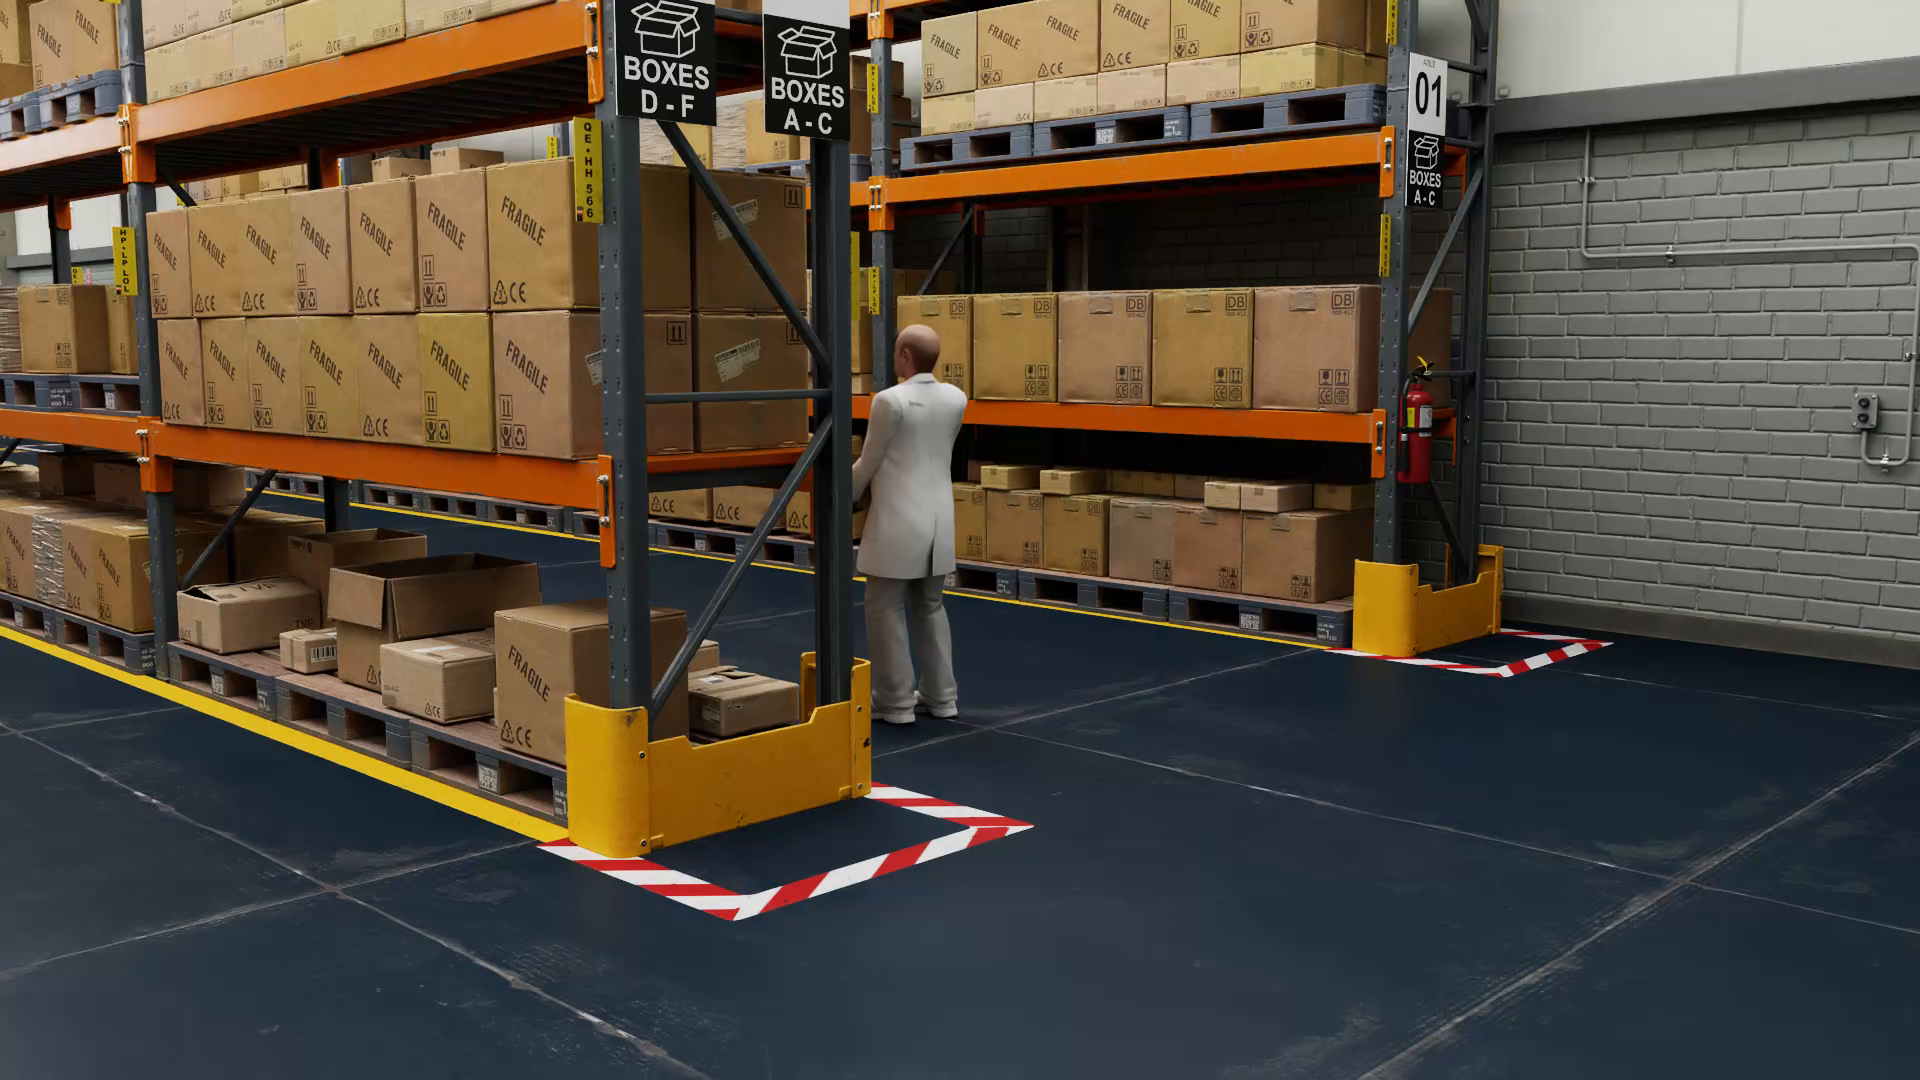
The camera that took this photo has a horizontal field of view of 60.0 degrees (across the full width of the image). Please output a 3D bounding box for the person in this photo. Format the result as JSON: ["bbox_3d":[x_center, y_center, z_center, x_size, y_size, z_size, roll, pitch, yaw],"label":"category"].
[{"bbox_3d":[-0.291,-0.079,7.481,0.555,1.768,0.530,7,10,44],"label":"person"}]
